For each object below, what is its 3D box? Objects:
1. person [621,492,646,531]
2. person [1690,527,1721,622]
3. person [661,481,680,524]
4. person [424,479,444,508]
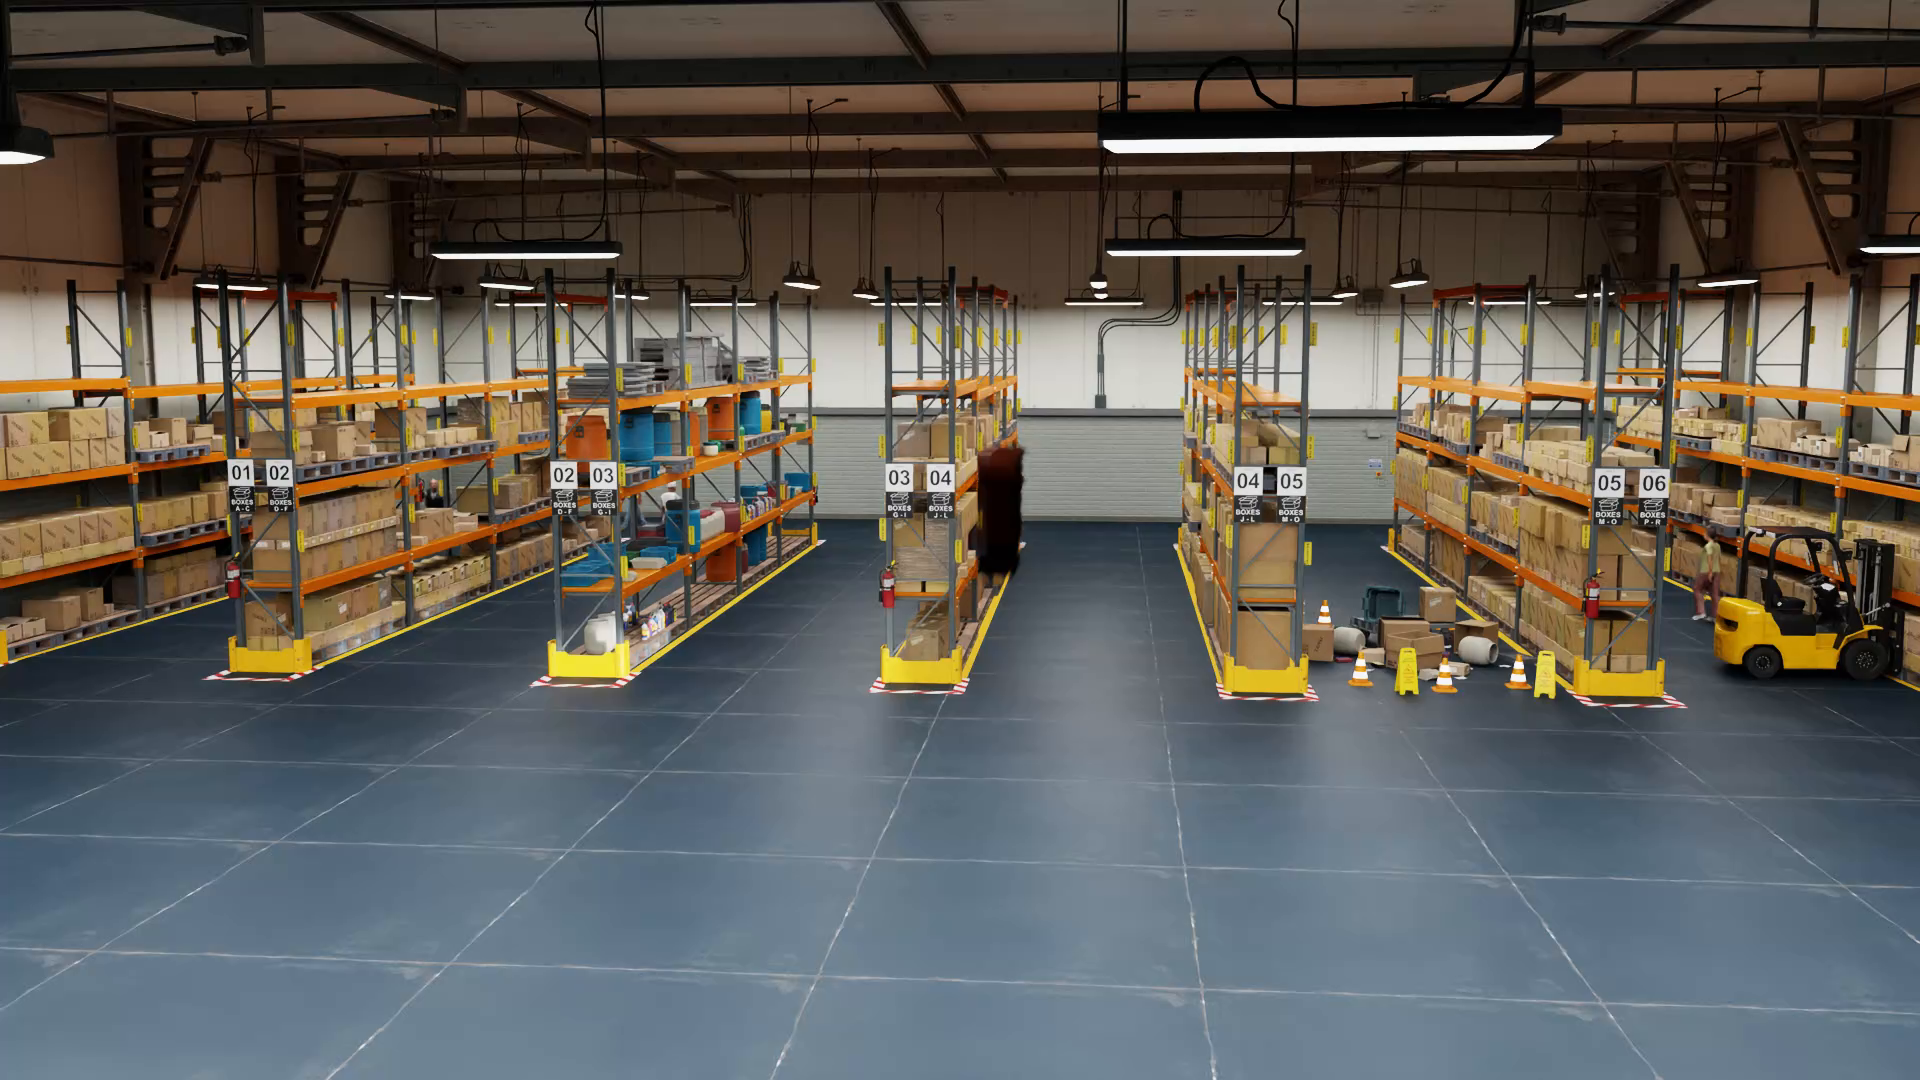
[{"bbox_3d":[-8.574,-1.107,43.202,0.928,1.735,0.584,-5,8,-33],"label":"person"},{"bbox_3d":[13.268,0.632,29.332,0.461,1.690,0.543,-1,7,-11],"label":"person"},{"bbox_3d":[-6.559,-0.461,37.771,0.597,1.786,0.512,6,9,39],"label":"person"},{"bbox_3d":[-12.415,-0.629,39.486,0.548,1.680,0.948,0,7,2],"label":"person"}]
